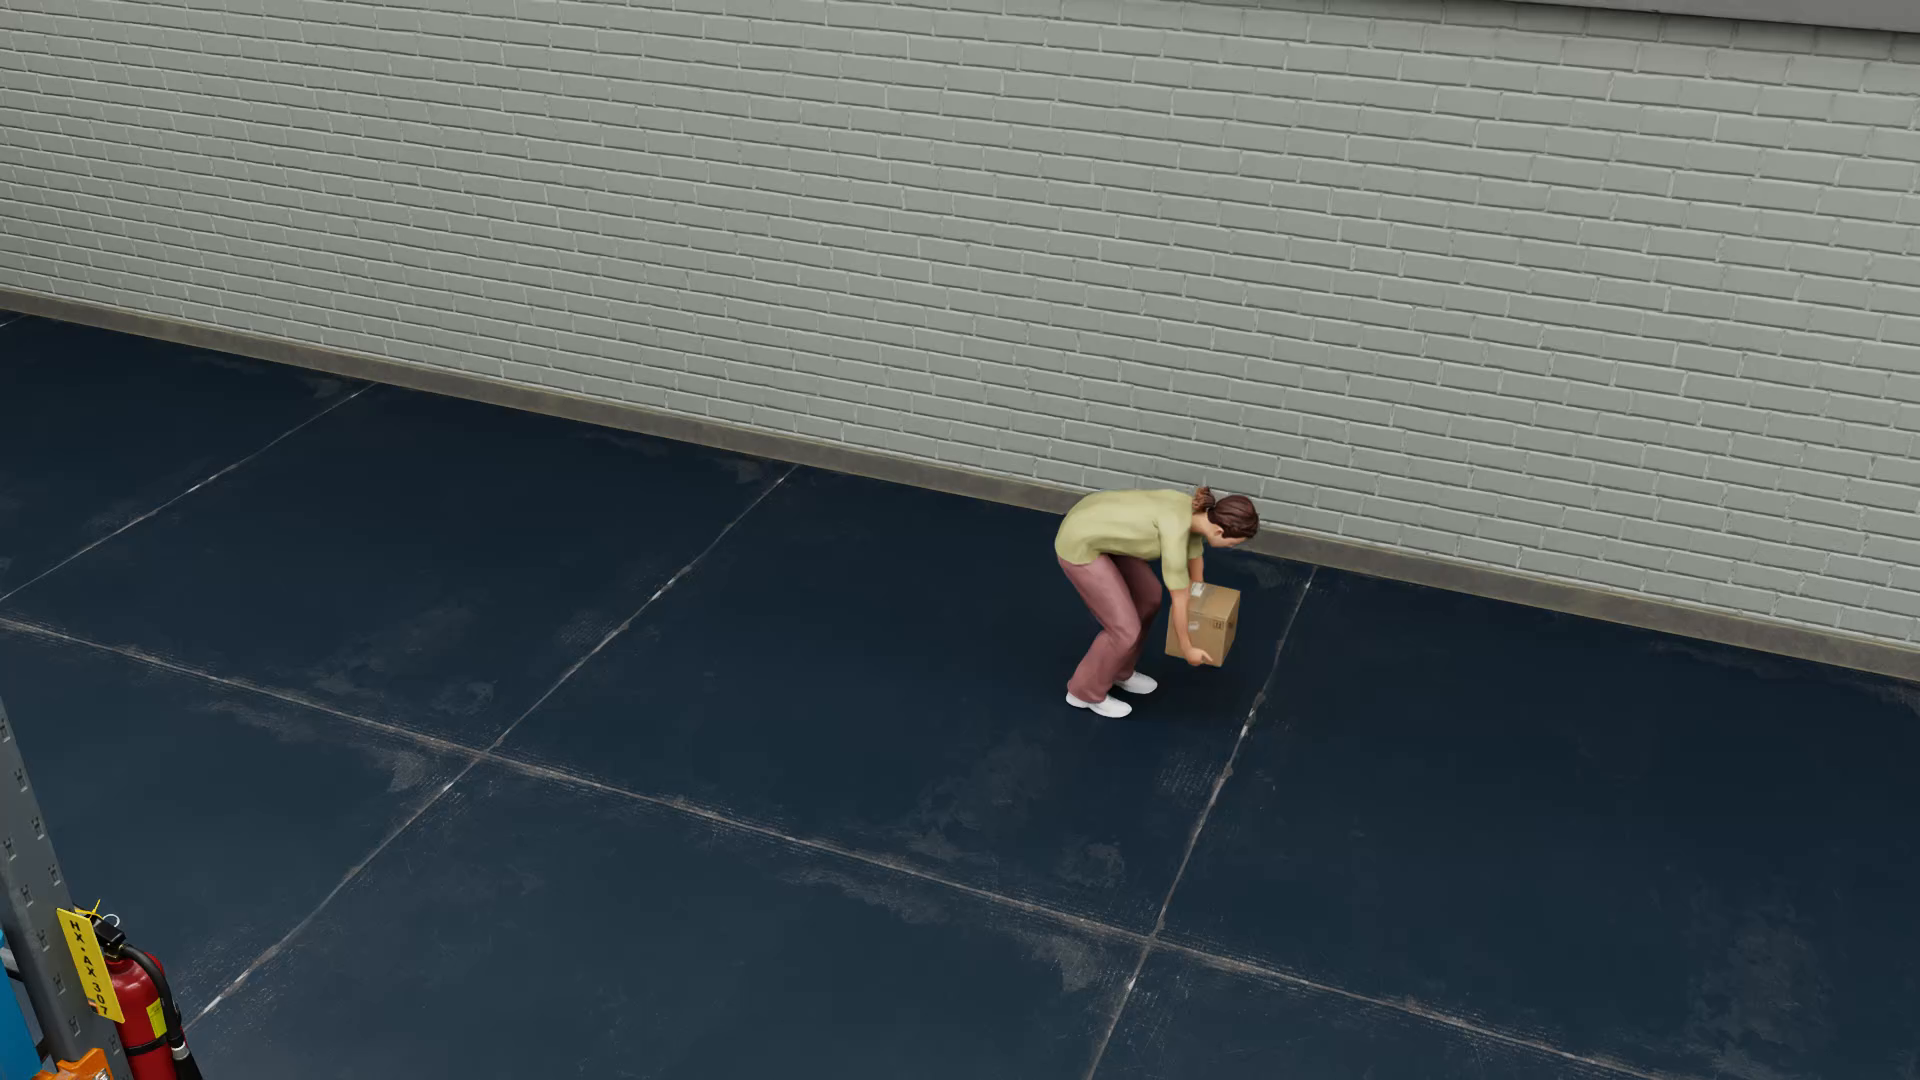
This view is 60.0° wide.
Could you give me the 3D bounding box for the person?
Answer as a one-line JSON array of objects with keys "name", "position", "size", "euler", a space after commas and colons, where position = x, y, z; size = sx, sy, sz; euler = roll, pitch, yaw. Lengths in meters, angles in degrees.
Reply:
[{"name": "person", "position": [0.834, 0.253, 7.245], "size": [0.857, 1.124, 0.439], "euler": [10, 31, 17]}]
